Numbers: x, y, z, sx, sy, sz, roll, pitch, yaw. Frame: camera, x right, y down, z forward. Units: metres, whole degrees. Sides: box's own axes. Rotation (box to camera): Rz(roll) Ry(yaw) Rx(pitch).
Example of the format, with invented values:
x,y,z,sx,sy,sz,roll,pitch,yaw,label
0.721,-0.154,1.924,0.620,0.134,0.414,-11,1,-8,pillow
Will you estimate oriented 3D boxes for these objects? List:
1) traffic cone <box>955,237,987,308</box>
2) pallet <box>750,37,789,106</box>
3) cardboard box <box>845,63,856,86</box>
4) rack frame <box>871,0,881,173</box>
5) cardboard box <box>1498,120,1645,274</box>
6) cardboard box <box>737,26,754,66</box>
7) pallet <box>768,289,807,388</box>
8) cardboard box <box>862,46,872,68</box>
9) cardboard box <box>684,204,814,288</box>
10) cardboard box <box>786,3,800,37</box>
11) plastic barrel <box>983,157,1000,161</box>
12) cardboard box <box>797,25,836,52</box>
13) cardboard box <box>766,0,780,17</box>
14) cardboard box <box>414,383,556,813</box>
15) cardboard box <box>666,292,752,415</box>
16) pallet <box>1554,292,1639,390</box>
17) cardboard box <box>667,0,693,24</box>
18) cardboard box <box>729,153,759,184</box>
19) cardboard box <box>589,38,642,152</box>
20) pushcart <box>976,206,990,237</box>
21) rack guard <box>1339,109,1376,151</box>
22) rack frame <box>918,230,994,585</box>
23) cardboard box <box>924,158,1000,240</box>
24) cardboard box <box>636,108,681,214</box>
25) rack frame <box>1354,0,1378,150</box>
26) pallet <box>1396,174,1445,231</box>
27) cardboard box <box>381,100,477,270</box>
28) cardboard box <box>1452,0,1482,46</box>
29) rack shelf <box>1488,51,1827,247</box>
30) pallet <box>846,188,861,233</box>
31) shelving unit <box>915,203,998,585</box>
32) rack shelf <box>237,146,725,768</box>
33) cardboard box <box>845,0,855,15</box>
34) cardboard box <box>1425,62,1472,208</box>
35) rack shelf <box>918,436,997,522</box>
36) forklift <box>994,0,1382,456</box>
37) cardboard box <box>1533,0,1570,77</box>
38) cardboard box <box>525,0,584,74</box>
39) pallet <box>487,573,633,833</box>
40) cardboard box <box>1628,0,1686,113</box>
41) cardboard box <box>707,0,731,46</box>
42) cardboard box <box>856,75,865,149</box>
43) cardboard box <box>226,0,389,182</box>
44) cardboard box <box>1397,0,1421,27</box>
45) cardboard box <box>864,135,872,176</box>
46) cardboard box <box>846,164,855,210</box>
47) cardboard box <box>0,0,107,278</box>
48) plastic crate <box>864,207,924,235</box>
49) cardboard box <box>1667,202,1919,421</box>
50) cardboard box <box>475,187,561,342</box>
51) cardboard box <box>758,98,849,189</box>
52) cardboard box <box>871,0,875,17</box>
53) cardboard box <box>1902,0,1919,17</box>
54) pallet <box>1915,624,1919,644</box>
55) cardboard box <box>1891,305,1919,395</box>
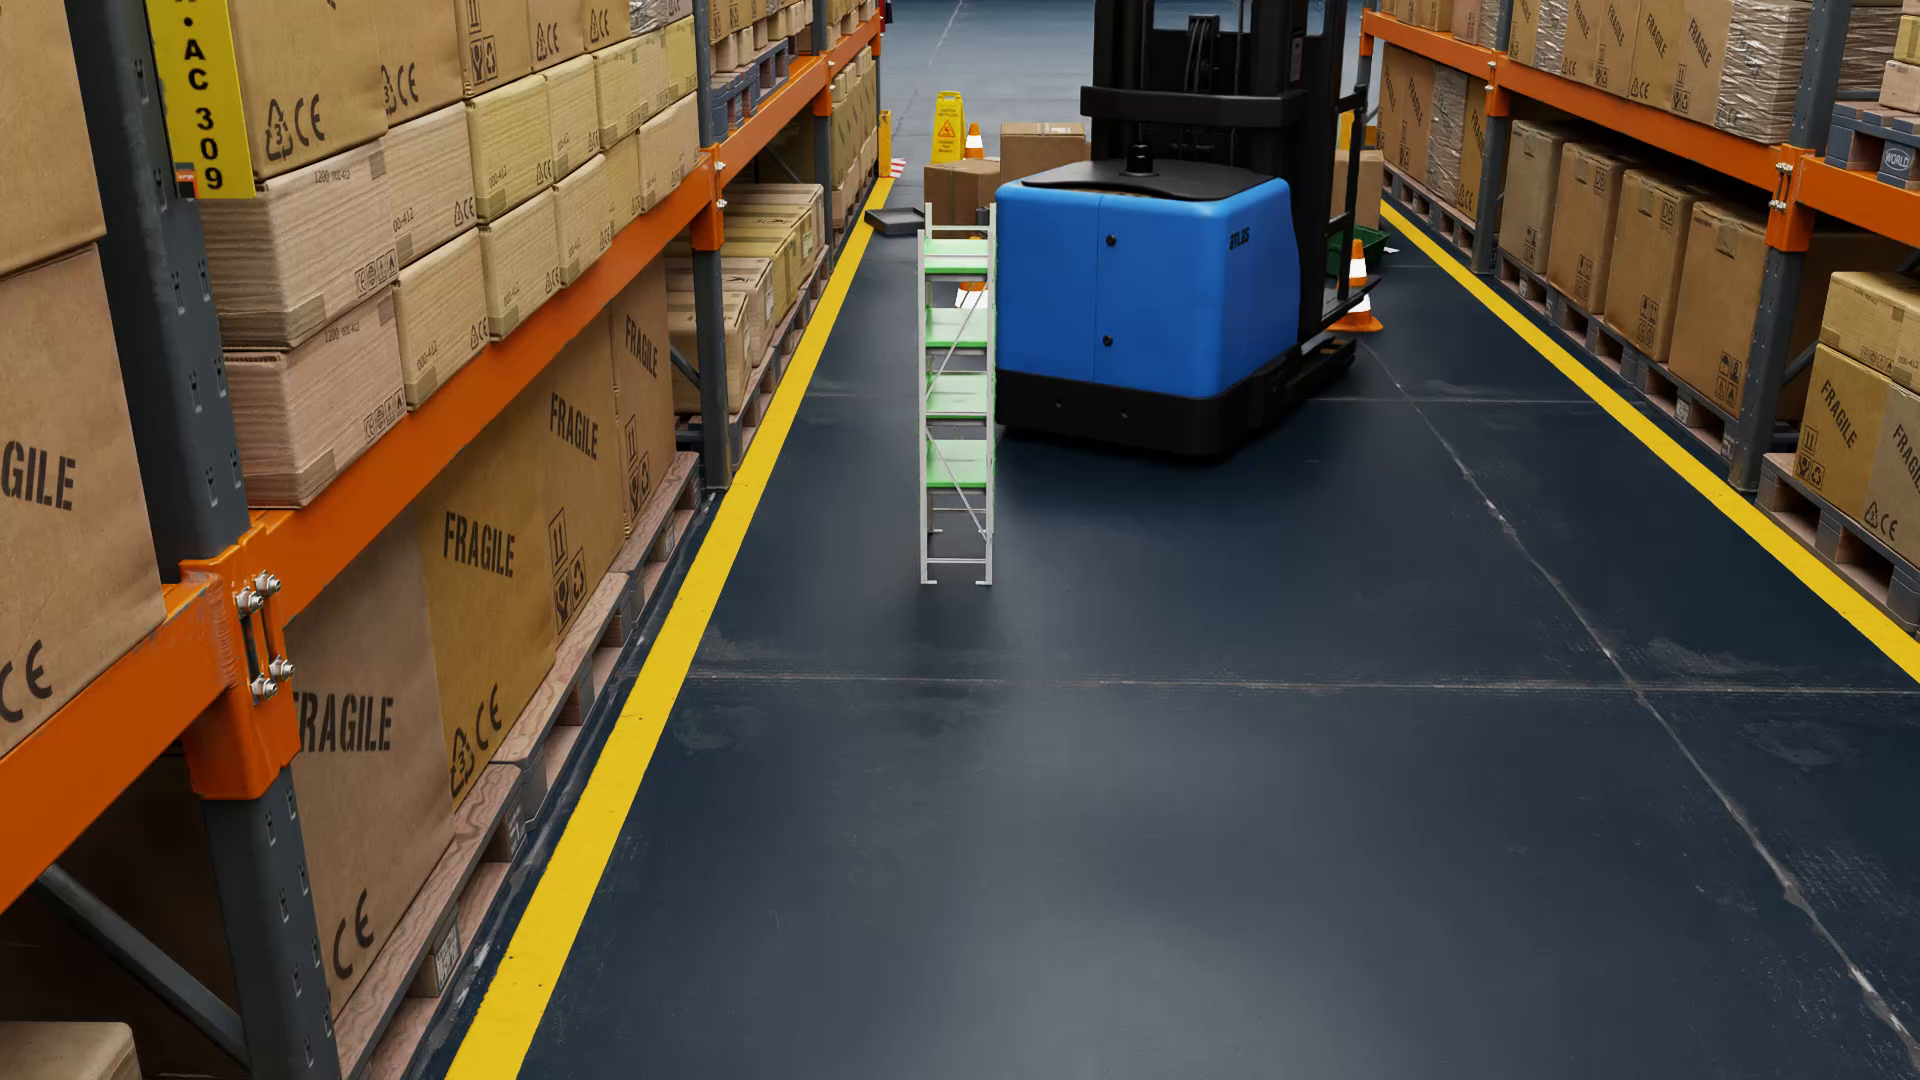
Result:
x,y,z,sx,sy,sz,roll,pitch,yaw,label
0.076,-1.412,9.028,0.336,0.463,0.334,1,21,2,traffic cone
-1.388,-2.239,7.917,1.003,0.211,1.213,1,21,2,pallet
-0.915,-3.162,11.319,0.380,0.149,0.250,2,21,5,cardboard box
-1.164,-4.504,13.491,1.000,3.000,0.127,1,21,2,rack frame
3.736,-1.962,9.468,1.050,0.750,0.750,1,21,1,cardboard box
-1.086,-2.106,7.075,0.380,0.149,0.250,1,21,2,cardboard box
-1.342,-1.034,8.403,1.003,0.211,1.213,1,21,2,pallet
-0.871,-3.644,12.562,0.380,0.149,0.250,1,21,3,cardboard box
-1.317,-1.579,9.004,0.950,0.372,0.625,2,21,5,cardboard box
-1.027,-2.667,8.522,0.380,0.149,0.250,1,21,2,cardboard box
0.287,-2.540,11.990,0.512,0.421,0.421,18,27,38,plastic barrel
-0.955,-3.051,10.094,0.380,0.149,0.250,1,21,1,cardboard box
-1.121,-2.714,7.748,0.500,0.500,0.500,0,21,0,cardboard box
-1.570,0.077,4.039,0.875,0.875,0.875,1,21,3,cardboard box
-1.380,-0.787,6.962,0.950,0.372,0.625,-1,21,-2,cardboard box
3.683,-1.018,8.361,1.003,0.211,1.213,1,21,2,pallet
-1.161,-1.935,5.348,0.500,0.500,0.500,0,21,0,cardboard box
-1.536,-2.539,10.609,0.500,0.500,0.500,0,21,1,cardboard box
-1.175,-1.226,4.559,0.500,0.250,0.500,0,21,0,cardboard box
0.995,-1.829,10.220,1.648,0.377,0.936,-7,22,-17,pushcart
3.788,-3.330,13.920,1.175,0.500,0.348,1,21,2,rack guard
-0.012,-0.411,5.430,0.240,1.200,0.015,1,21,2,rack frame
0.107,-2.266,11.176,0.500,0.500,0.500,18,27,38,cardboard box
-1.163,-1.171,5.108,0.500,0.250,0.500,1,21,3,cardboard box
3.787,-4.487,13.445,1.000,3.000,0.127,1,21,2,rack frame
3.801,-2.457,12.068,1.003,0.211,1.213,1,21,2,pallet
-1.246,-0.674,3.134,0.500,0.250,0.500,1,21,2,cardboard box
3.659,-3.443,10.548,0.875,0.550,0.550,1,21,2,cardboard box
3.605,-1.982,7.984,1.077,0.370,4.000,1,21,2,rack shelf
-1.266,-2.444,12.035,1.003,0.211,1.213,1,21,2,pallet
-0.005,-0.500,5.658,0.258,1.200,0.503,1,21,2,shelving unit
-1.468,-0.553,4.303,1.077,0.370,4.000,1,21,2,rack shelf
-0.973,-3.763,11.030,0.500,0.500,0.500,0,21,1,cardboard box
3.778,-2.798,11.450,0.875,0.875,0.875,1,21,2,cardboard box
-0.005,-0.216,5.768,0.258,0.148,0.480,1,21,2,rack shelf
1.286,-2.194,7.632,1.130,2.935,3.031,11,24,27,forklift
3.366,-2.717,8.747,0.500,0.500,0.500,1,21,2,cardboard box
-1.213,-1.387,3.936,0.500,0.500,0.500,0,21,1,cardboard box
-1.546,0.412,4.674,1.003,0.211,1.213,1,21,2,pallet
3.321,-2.167,7.330,0.500,0.500,0.500,0,21,1,cardboard box
-1.162,-2.153,6.301,0.500,0.500,0.500,0,21,0,cardboard box
-0.962,-3.104,12.067,0.500,0.500,0.500,0,21,0,cardboard box
-1.228,-0.834,2.512,0.500,0.500,0.500,1,21,2,cardboard box
3.684,-4.022,12.040,0.875,0.550,0.550,1,21,2,cardboard box
-0.943,-2.936,12.669,0.500,0.250,0.500,1,21,2,cardboard box
-0.993,-2.376,11.225,0.500,0.250,0.500,2,21,5,cardboard box
-1.267,-0.505,1.663,0.500,0.500,0.500,0,21,1,cardboard box
-0.418,-2.256,11.732,0.402,0.080,0.583,-7,22,-17,plastic crate
3.652,-0.960,6.886,1.050,0.750,0.750,0,21,1,cardboard box
-1.206,-0.624,3.698,0.500,0.250,0.500,0,21,1,cardboard box
-0.998,-2.532,10.592,0.500,0.500,0.500,2,21,4,cardboard box
-0.858,-4.157,12.943,0.380,0.149,0.250,0,21,1,cardboard box
3.336,-1.783,5.423,0.380,0.149,0.250,1,21,2,cardboard box
3.479,0.429,4.633,1.003,0.211,1.213,1,21,2,pallet
3.265,-0.544,5.123,0.500,0.250,0.500,0,21,1,cardboard box
